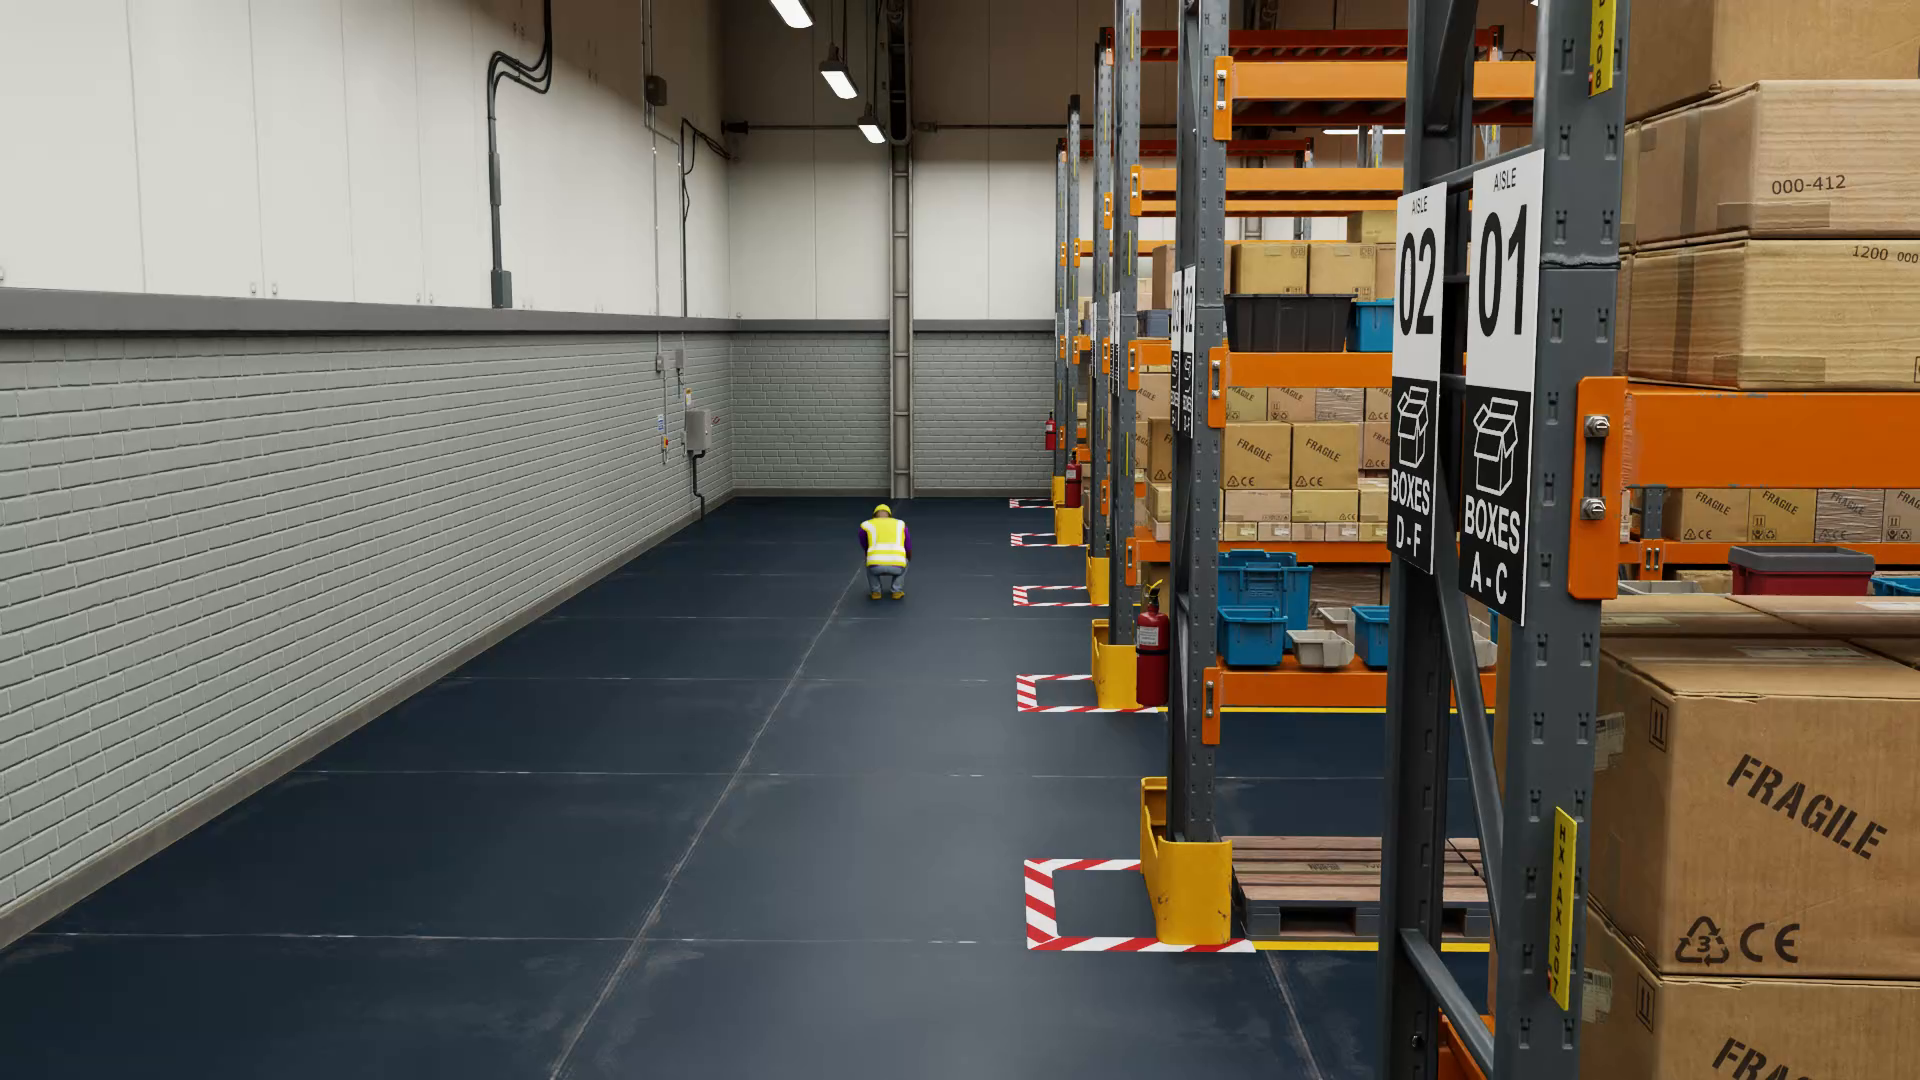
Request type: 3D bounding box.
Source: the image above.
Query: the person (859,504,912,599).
[{"bbox_3d":[-0.823,0.129,18.287,0.584,0.992,0.884,0,7,1],"label":"person"}]
